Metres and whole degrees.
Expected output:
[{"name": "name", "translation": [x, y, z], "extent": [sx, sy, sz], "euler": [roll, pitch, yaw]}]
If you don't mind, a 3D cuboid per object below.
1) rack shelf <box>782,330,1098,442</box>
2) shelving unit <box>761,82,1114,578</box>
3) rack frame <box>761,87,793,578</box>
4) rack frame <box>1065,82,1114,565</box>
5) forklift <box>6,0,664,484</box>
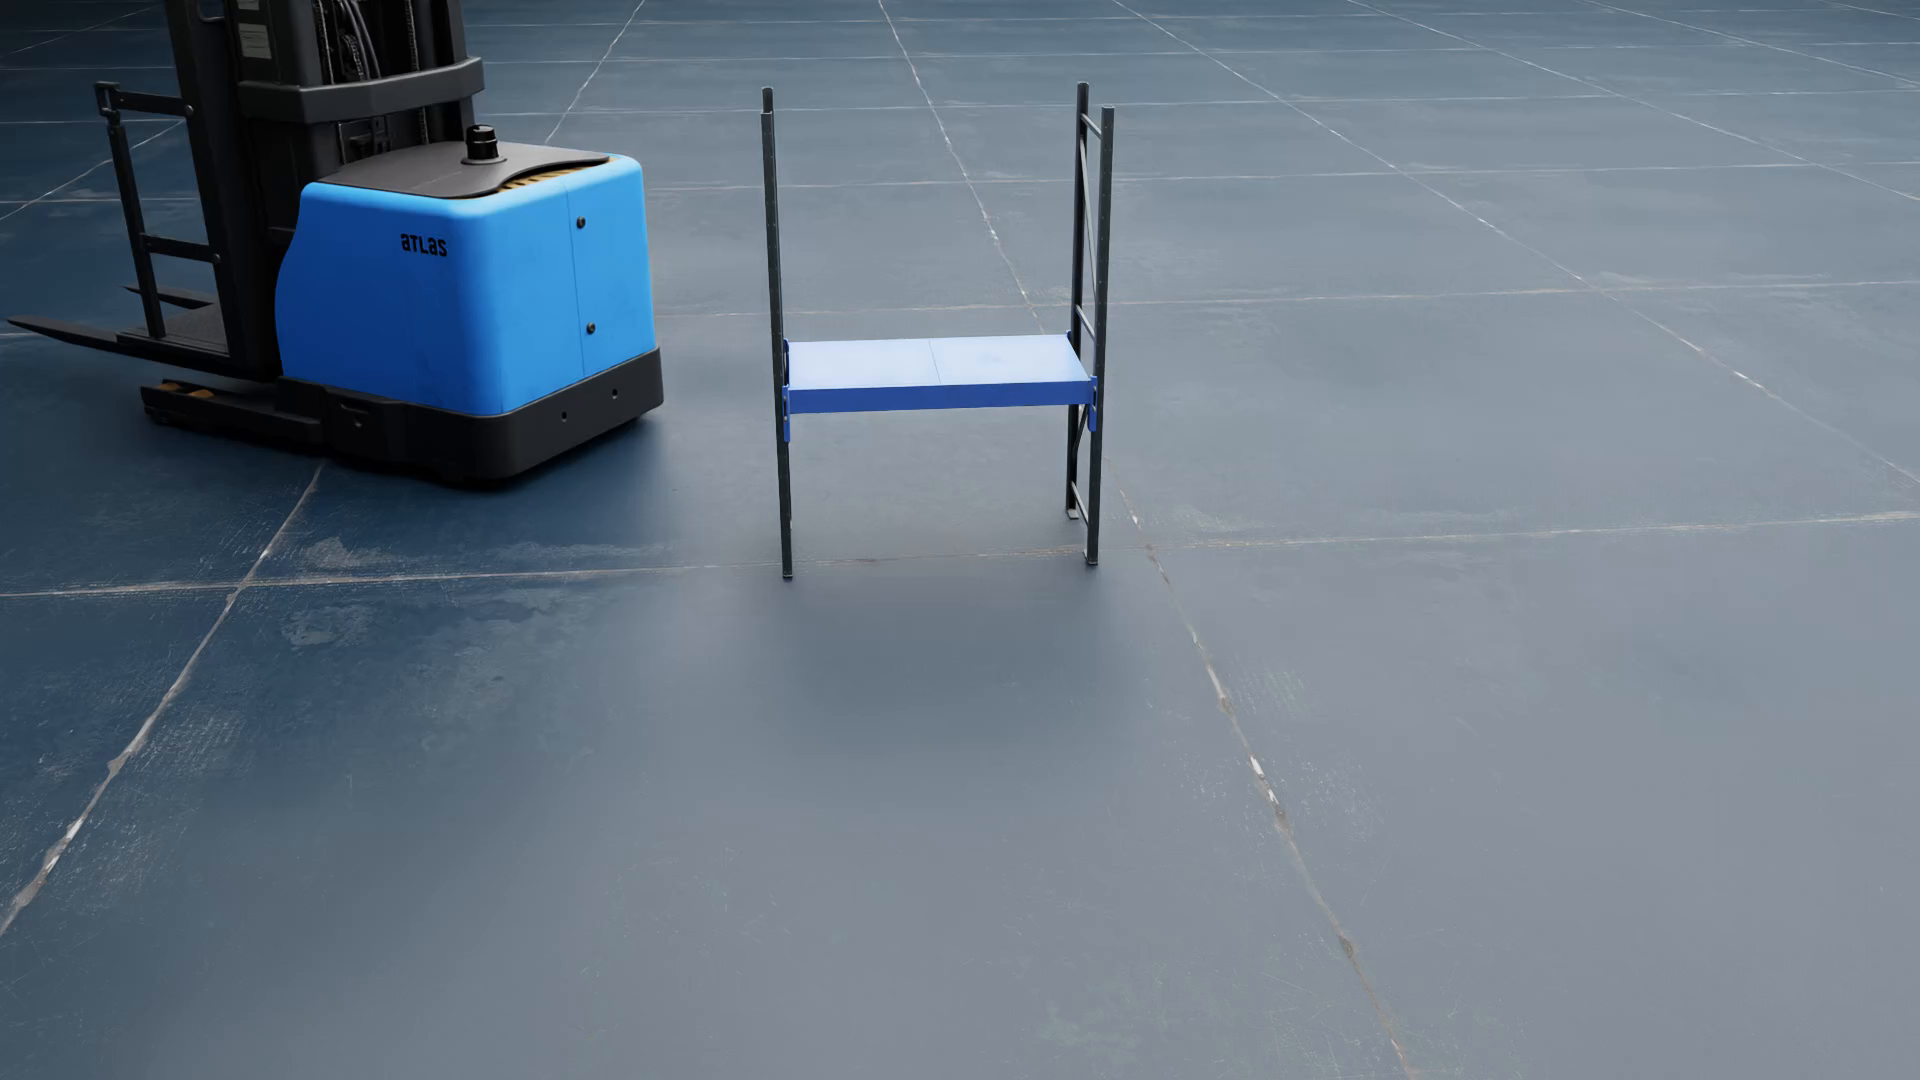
[{"name": "rack shelf", "translation": [-0.085, -0.518, 5.511], "extent": [1.000, 0.185, 0.538], "euler": [-2, 24, -5]}, {"name": "shelving unit", "translation": [-0.085, -0.682, 5.438], "extent": [1.048, 1.500, 0.538], "euler": [-2, 24, -5]}, {"name": "rack frame", "translation": [-0.591, -0.662, 5.392], "extent": [0.032, 1.500, 0.500], "euler": [-2, 24, -5]}, {"name": "rack frame", "translation": [0.421, -0.702, 5.483], "extent": [0.032, 1.500, 0.500], "euler": [-2, 24, -5]}, {"name": "forklift", "translation": [-2.767, -1.956, 6.541], "extent": [3.031, 2.935, 1.130], "euler": [12, 27, 25]}]
